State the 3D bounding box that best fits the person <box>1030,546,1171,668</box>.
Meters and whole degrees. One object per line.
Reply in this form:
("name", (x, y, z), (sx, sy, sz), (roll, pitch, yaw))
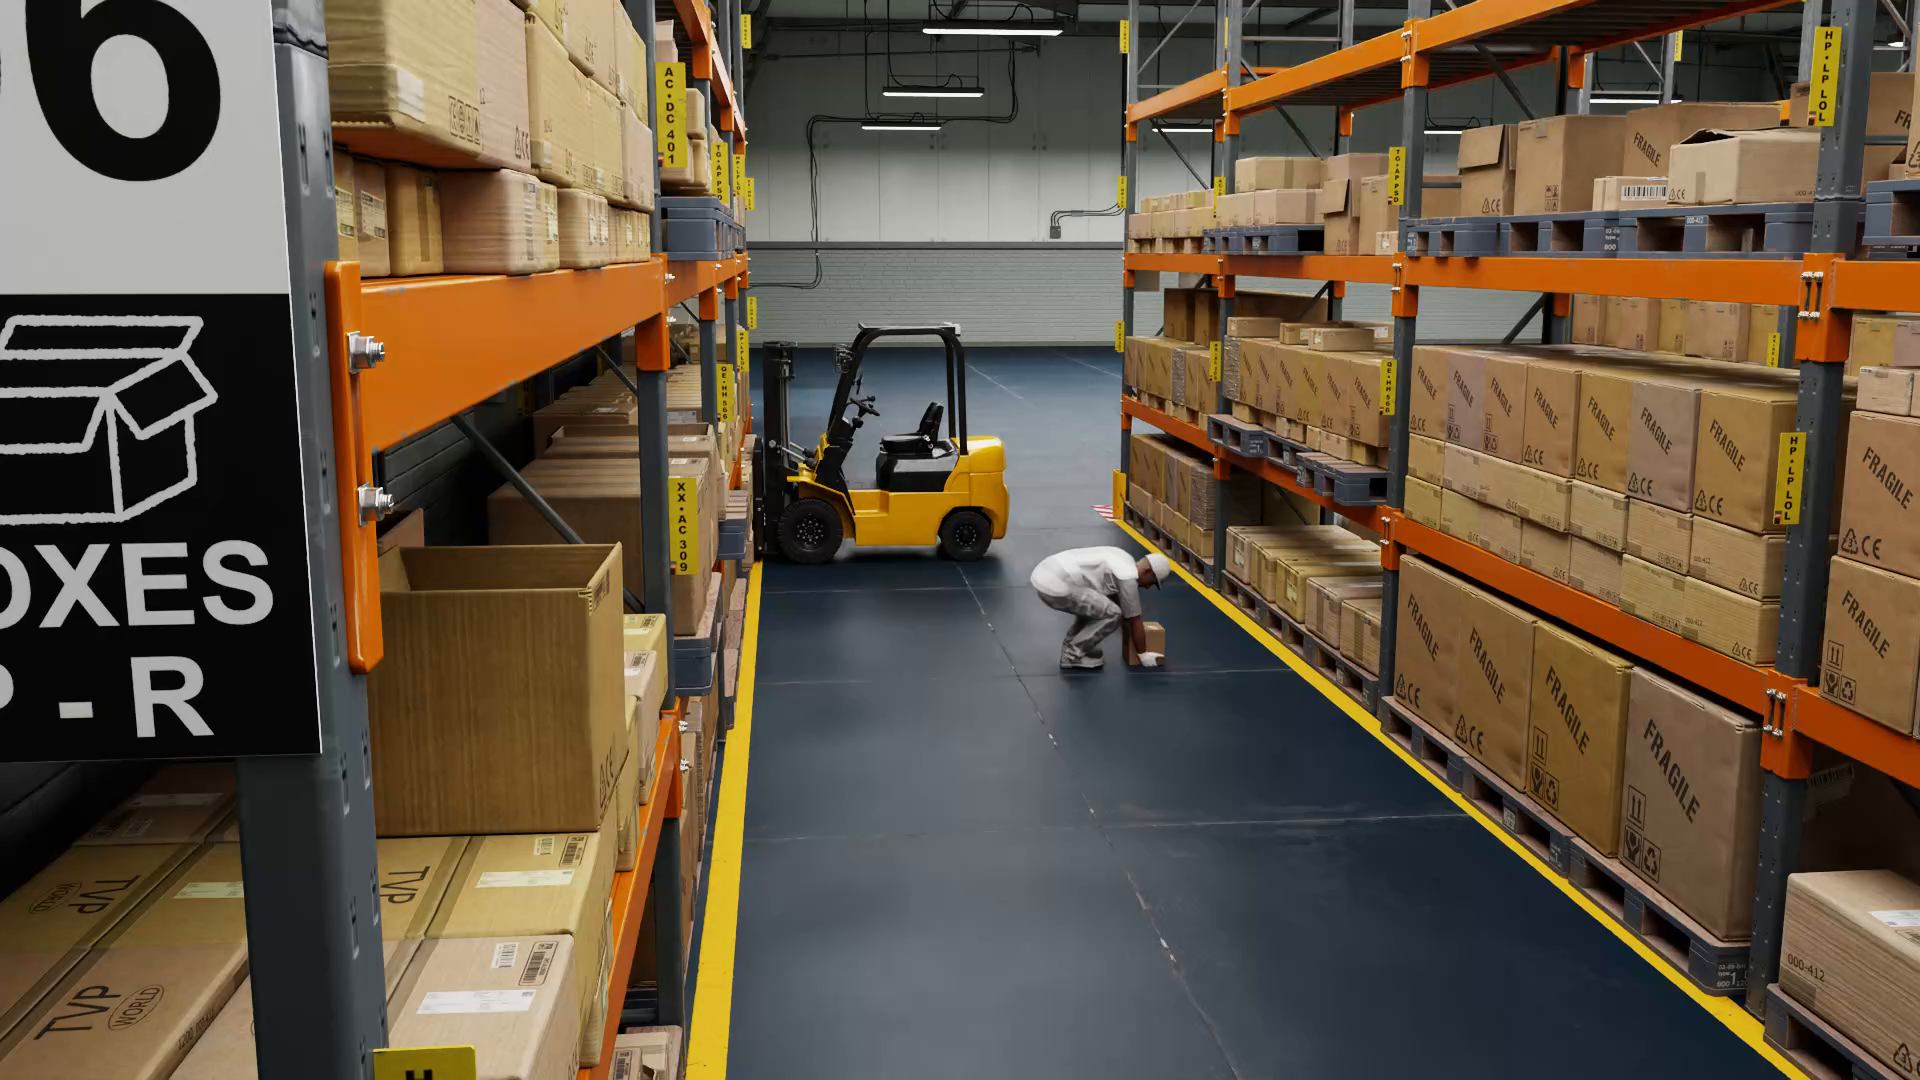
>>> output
("person", (0.981, 0.464, 11.575), (0.988, 0.833, 0.551), (-1, 10, -8))
